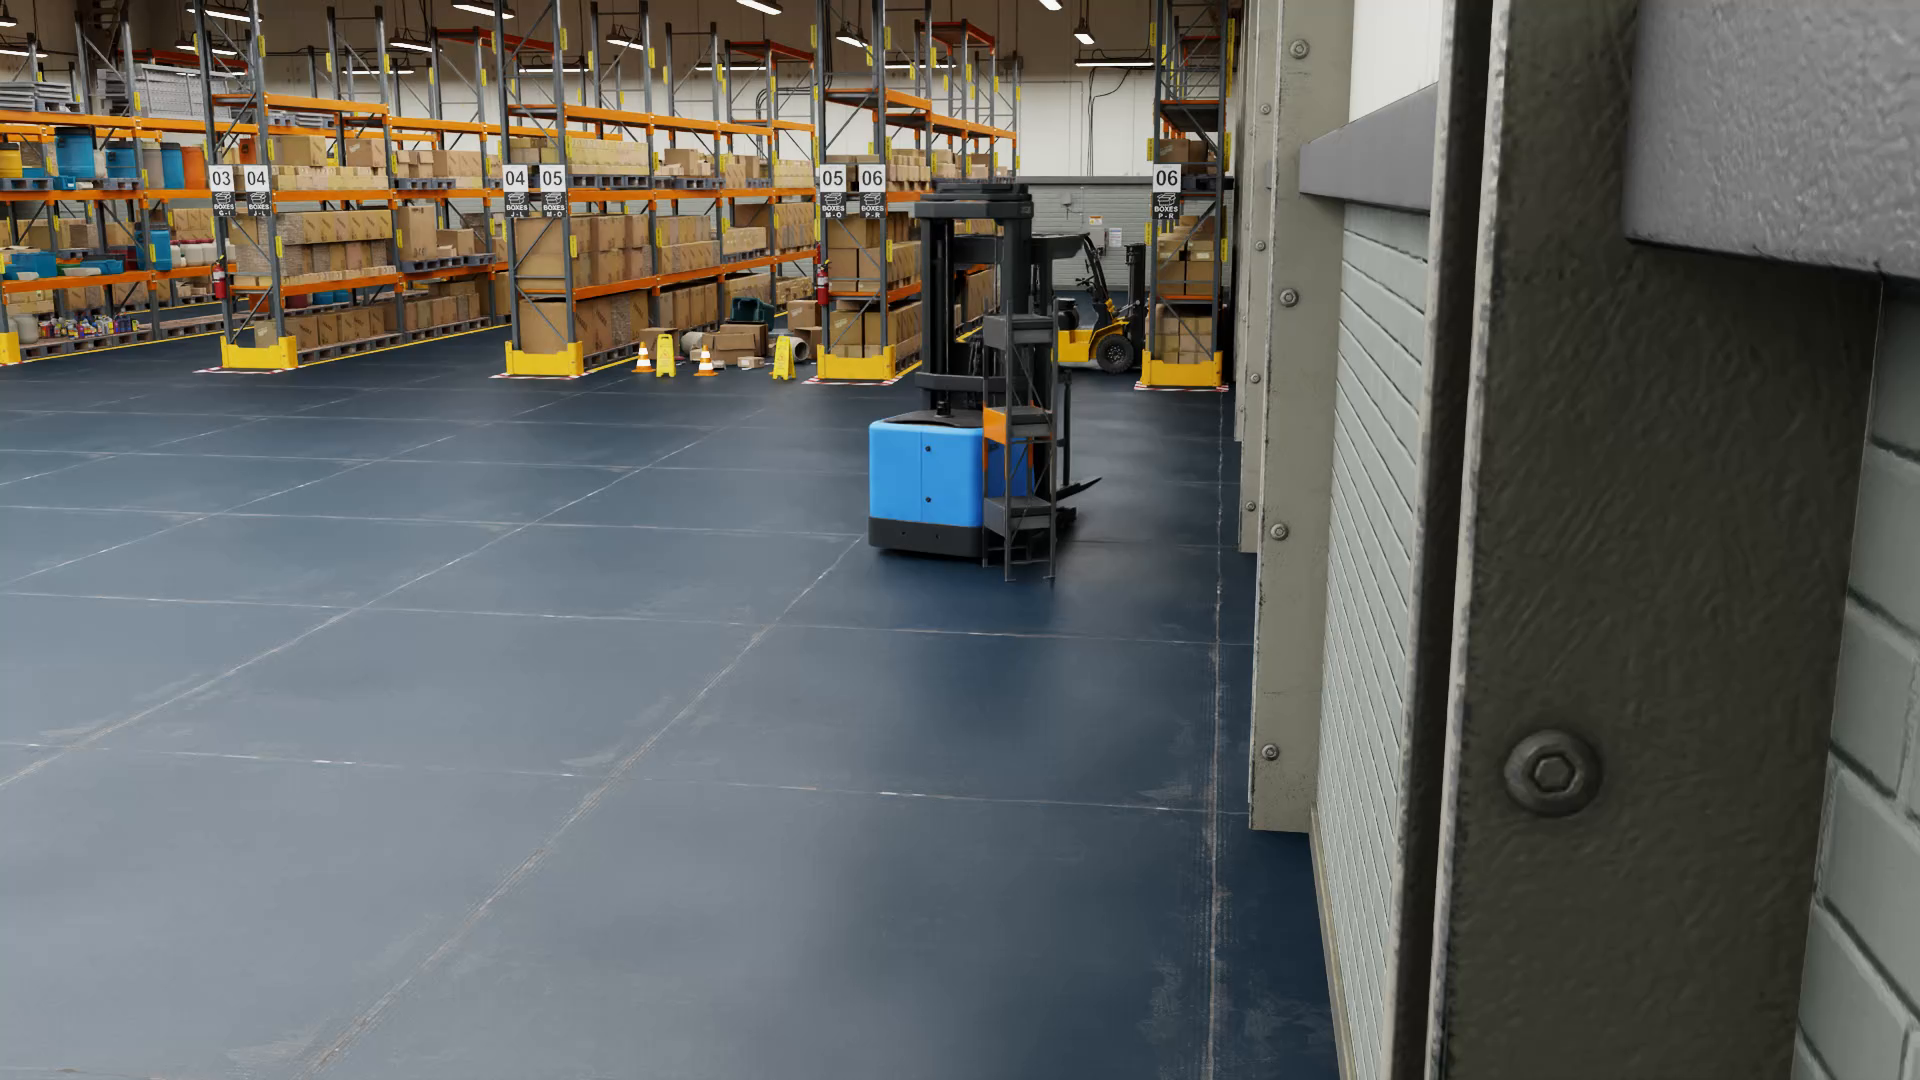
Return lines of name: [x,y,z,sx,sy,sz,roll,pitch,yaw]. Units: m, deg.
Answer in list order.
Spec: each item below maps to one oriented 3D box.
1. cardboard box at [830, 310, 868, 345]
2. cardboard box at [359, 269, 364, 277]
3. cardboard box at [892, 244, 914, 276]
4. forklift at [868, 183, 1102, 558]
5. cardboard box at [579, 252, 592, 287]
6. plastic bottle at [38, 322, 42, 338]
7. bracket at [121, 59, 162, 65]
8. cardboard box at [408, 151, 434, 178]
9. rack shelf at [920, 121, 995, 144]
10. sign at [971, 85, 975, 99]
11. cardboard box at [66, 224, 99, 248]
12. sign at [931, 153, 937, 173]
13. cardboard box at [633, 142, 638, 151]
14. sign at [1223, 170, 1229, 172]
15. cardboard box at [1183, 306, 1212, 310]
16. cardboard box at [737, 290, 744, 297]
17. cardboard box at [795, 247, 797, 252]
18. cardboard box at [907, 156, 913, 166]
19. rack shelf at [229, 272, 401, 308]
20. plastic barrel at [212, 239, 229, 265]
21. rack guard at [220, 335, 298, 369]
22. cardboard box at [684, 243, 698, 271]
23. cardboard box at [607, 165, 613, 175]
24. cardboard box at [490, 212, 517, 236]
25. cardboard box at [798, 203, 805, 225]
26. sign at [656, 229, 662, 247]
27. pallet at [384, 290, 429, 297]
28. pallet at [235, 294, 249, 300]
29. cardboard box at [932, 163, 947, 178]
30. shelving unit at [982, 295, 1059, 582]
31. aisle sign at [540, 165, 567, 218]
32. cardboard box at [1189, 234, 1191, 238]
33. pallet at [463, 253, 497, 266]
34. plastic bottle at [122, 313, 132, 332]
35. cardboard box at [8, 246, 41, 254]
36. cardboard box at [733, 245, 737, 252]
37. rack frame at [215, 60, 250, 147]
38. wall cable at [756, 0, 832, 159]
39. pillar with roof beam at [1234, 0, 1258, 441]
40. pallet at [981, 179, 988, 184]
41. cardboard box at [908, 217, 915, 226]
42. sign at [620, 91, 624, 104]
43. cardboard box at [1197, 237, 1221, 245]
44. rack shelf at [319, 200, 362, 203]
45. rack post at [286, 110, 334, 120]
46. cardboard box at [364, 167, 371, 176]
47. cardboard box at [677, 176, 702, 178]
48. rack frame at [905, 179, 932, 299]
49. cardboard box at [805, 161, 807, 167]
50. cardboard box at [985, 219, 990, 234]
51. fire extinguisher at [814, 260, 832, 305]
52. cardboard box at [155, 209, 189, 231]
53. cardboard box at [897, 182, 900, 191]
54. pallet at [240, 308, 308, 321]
cardboard box: [-1.738,-3.350,26.169,0.500,0.500,0.500,2,12,9]
cardboard box: [-10.766,-4.719,29.365,0.380,0.149,0.250,2,12,9]
cardboard box: [-1.033,-4.551,27.049,0.500,0.500,0.500,2,12,7]
forklift: [0.366,-1.554,14.249,1.130,2.935,3.031,6,14,26]
cardboard box: [-6.435,-4.354,26.720,0.875,0.550,0.550,2,12,9]
plastic bottle: [-16.441,-3.737,29.619,0.061,0.283,0.133,2,12,10]
bracket: [-23.370,-13.808,48.161,0.076,0.066,3.189,2,12,9]
cardboard box: [-10.467,-7.114,31.521,0.797,0.503,0.637,2,12,11]
rack shelf: [-0.066,-8.414,34.335,1.077,0.370,4.000,2,12,9]
sign: [0.309,-10.764,39.987,0.100,0.325,0.005,2,12,9]
cardboard box: [-19.639,-6.829,37.325,0.700,0.500,0.500,4,13,19]
sign: [-0.451,-6.483,28.608,0.100,0.325,0.005,2,12,9]
cardboard box: [-5.715,-6.715,28.384,0.380,0.149,0.250,2,12,9]
sign: [5.079,-7.191,31.704,0.100,0.325,0.005,2,12,9]
cardboard box: [3.878,-3.650,26.968,0.500,0.250,0.500,2,12,9]
cardboard box: [-4.846,-4.979,34.914,0.500,0.500,0.500,2,12,9]
cardboard box: [-4.106,-6.952,39.729,0.380,0.149,0.250,1,12,6]
cardboard box: [-0.966,-6.114,26.829,0.380,0.149,0.250,2,12,9]
rack shelf: [-11.088,-4.333,28.687,1.077,0.370,4.000,2,12,9]
plastic barrel: [-15.072,-5.840,33.707,0.421,0.512,0.421,0,12,0]
rack guard: [-11.384,-3.062,27.016,1.175,0.500,0.348,2,12,9]
cardboard box: [-5.314,-5.384,31.617,0.500,0.500,0.500,2,12,10]
cardboard box: [-5.909,-6.061,27.240,0.380,0.149,0.250,2,12,9]
cardboard box: [-9.934,-6.760,35.623,0.797,0.503,0.637,2,12,10]
cardboard box: [-4.023,-7.783,39.671,0.500,0.500,0.500,3,12,12]
sign: [-5.347,-5.364,29.518,0.100,0.325,0.005,2,12,9]
pallet: [-13.995,-6.226,42.382,1.003,0.211,1.213,2,12,9]
pallet: [-18.857,-6.376,43.077,1.003,0.211,1.213,2,12,9]
cardboard box: [-0.503,-6.487,29.213,0.500,0.250,0.500,2,12,7]
shelving unit: [0.452,-0.775,12.603,0.431,2.100,0.503,-4,13,-19]
aisle sign: [-6.225,-5.333,25.449,0.394,0.787,0.004,2,12,9]
cardboard box: [3.641,-5.017,27.668,0.380,0.149,0.250,2,12,10]
pallet: [-10.170,-5.688,33.723,1.213,0.211,1.003,2,12,9]
plastic bottle: [-15.489,-4.038,30.855,0.144,0.351,0.185,2,12,7]
cardboard box: [-20.053,-6.138,35.564,0.500,0.311,0.500,3,12,12]
cardboard box: [-4.890,-6.089,34.728,0.380,0.149,0.250,2,12,11]
rack frame: [-18.723,-10.853,42.995,1.000,3.000,0.127,2,12,9]
wall cable: [-4.660,-13.170,46.107,2.277,5.999,0.120,2,12,9]
pillar with roof beam: [-0.878,-5.726,19.203,9.100,9.000,0.400,2,12,9]
pallet: [0.149,-7.626,35.592,0.805,0.209,1.217,1,12,6]
cardboard box: [-1.029,-5.802,30.315,0.380,0.149,0.250,1,12,6]
sign: [-8.401,-11.006,41.300,0.100,0.325,0.005,2,12,9]
cardboard box: [3.871,-4.629,25.867,0.380,0.149,0.250,2,12,7]
rack shelf: [-14.752,-7.625,36.843,1.077,0.370,4.000,2,12,9]
rack post: [-14.605,-9.648,37.582,0.937,0.300,0.954,2,12,8]
cardboard box: [-10.630,-6.504,29.344,0.380,0.149,0.250,1,12,6]
cardboard box: [-5.443,-7.394,33.827,0.500,0.500,0.500,2,12,9]
rack frame: [-0.989,-4.780,29.053,1.000,3.000,0.127,2,12,9]
cardboard box: [-3.924,-9.122,40.304,0.380,0.149,0.250,2,12,9]
cardboard box: [0.349,-6.774,35.694,0.500,0.500,0.500,2,12,10]
fire extinguisher: [-2.077,-3.901,25.156,0.296,0.674,0.183,2,12,9]
cardboard box: [-18.988,-7.715,40.060,0.500,0.500,0.500,2,12,10]
cardboard box: [-1.155,-5.569,26.189,0.380,0.149,0.250,1,12,7]
pallet: [-14.980,-4.897,36.213,1.003,0.211,1.213,2,12,9]
